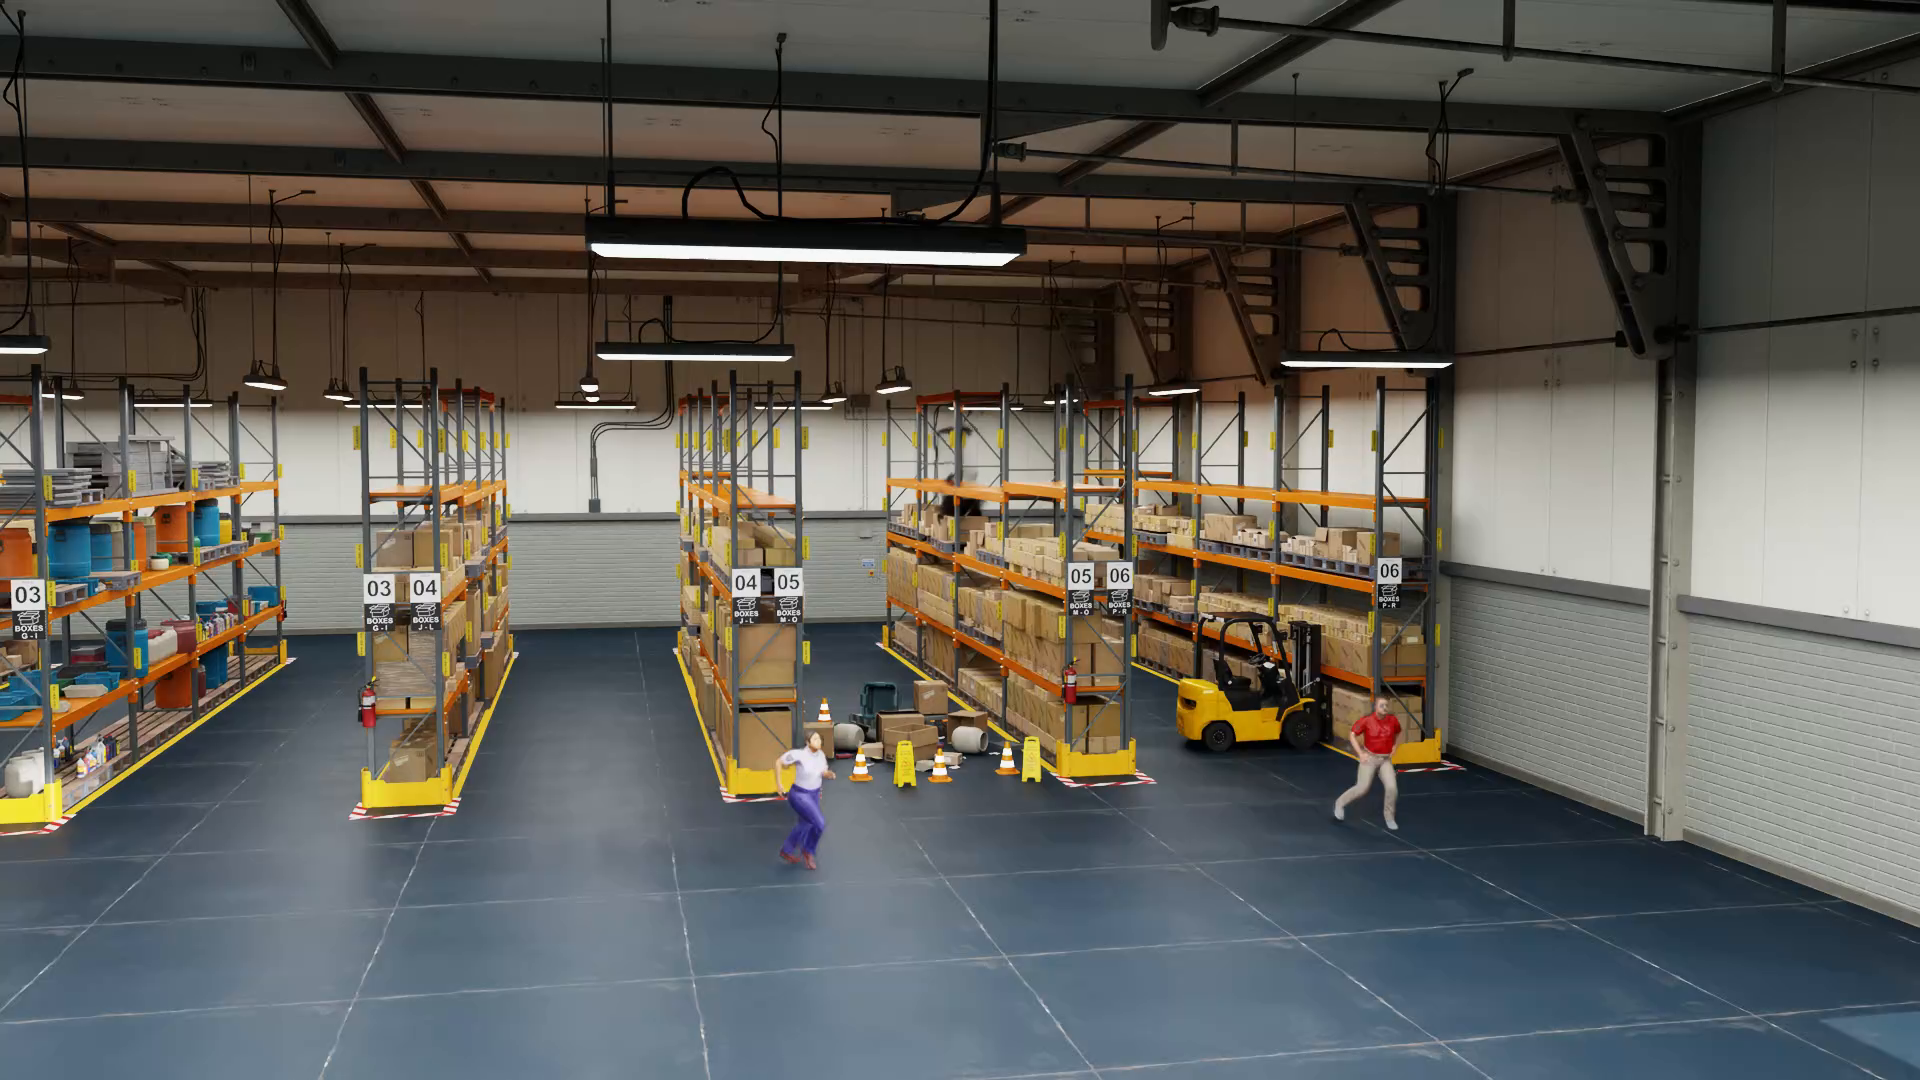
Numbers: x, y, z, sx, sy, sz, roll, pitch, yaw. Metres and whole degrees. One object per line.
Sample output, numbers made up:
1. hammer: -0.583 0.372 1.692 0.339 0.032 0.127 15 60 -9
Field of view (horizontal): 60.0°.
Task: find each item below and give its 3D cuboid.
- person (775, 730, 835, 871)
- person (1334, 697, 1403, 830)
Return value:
1. person: -1.807 3.030 19.429 0.784 1.644 0.630 2 4 34
2. person: 5.376 2.900 21.661 0.884 1.737 0.697 -1 4 -16
